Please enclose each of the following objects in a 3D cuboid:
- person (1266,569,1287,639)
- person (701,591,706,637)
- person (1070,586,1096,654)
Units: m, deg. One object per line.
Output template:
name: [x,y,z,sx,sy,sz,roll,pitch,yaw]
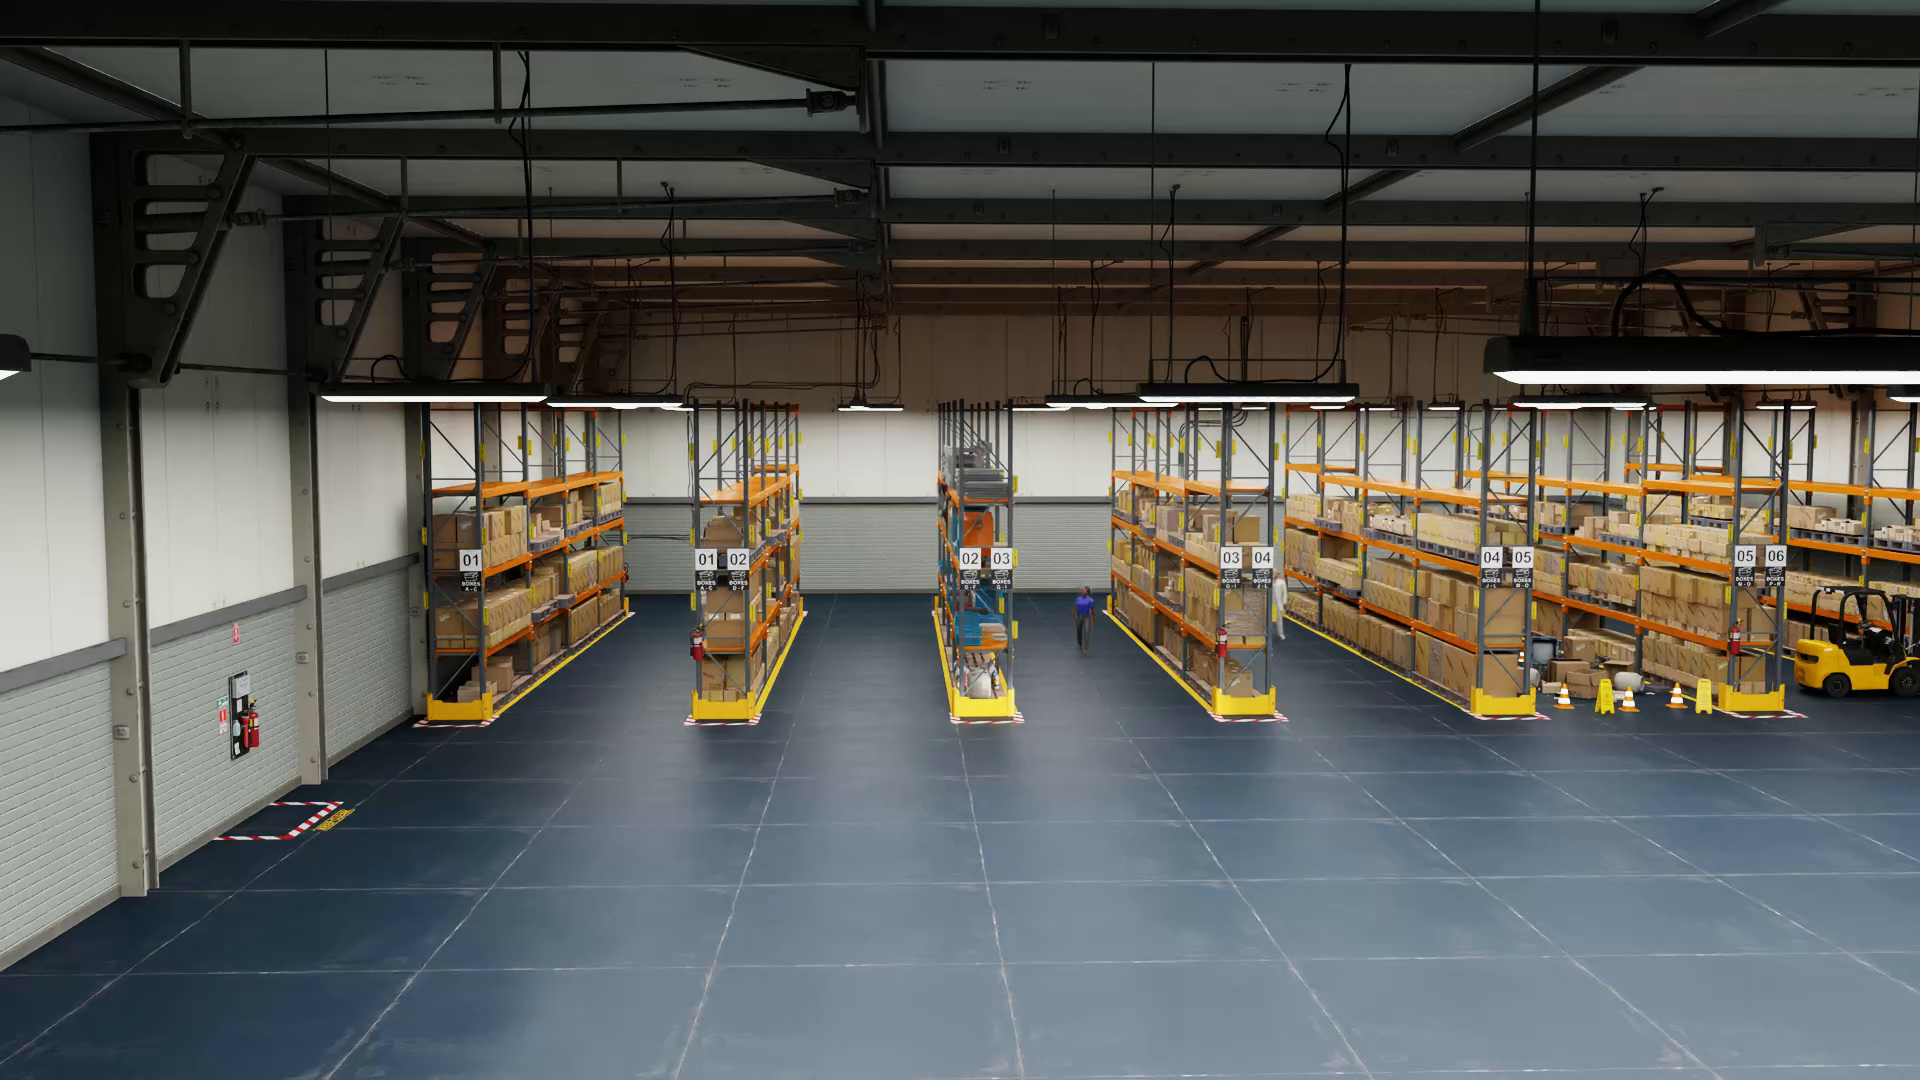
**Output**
person: [8.008,1.618,42.380,0.698,1.728,1.048,0,4,-4]
person: [-6.498,1.652,42.530,0.542,1.690,0.485,0,4,5]
person: [2.944,1.911,39.795,0.613,1.570,1.021,1,4,8]
